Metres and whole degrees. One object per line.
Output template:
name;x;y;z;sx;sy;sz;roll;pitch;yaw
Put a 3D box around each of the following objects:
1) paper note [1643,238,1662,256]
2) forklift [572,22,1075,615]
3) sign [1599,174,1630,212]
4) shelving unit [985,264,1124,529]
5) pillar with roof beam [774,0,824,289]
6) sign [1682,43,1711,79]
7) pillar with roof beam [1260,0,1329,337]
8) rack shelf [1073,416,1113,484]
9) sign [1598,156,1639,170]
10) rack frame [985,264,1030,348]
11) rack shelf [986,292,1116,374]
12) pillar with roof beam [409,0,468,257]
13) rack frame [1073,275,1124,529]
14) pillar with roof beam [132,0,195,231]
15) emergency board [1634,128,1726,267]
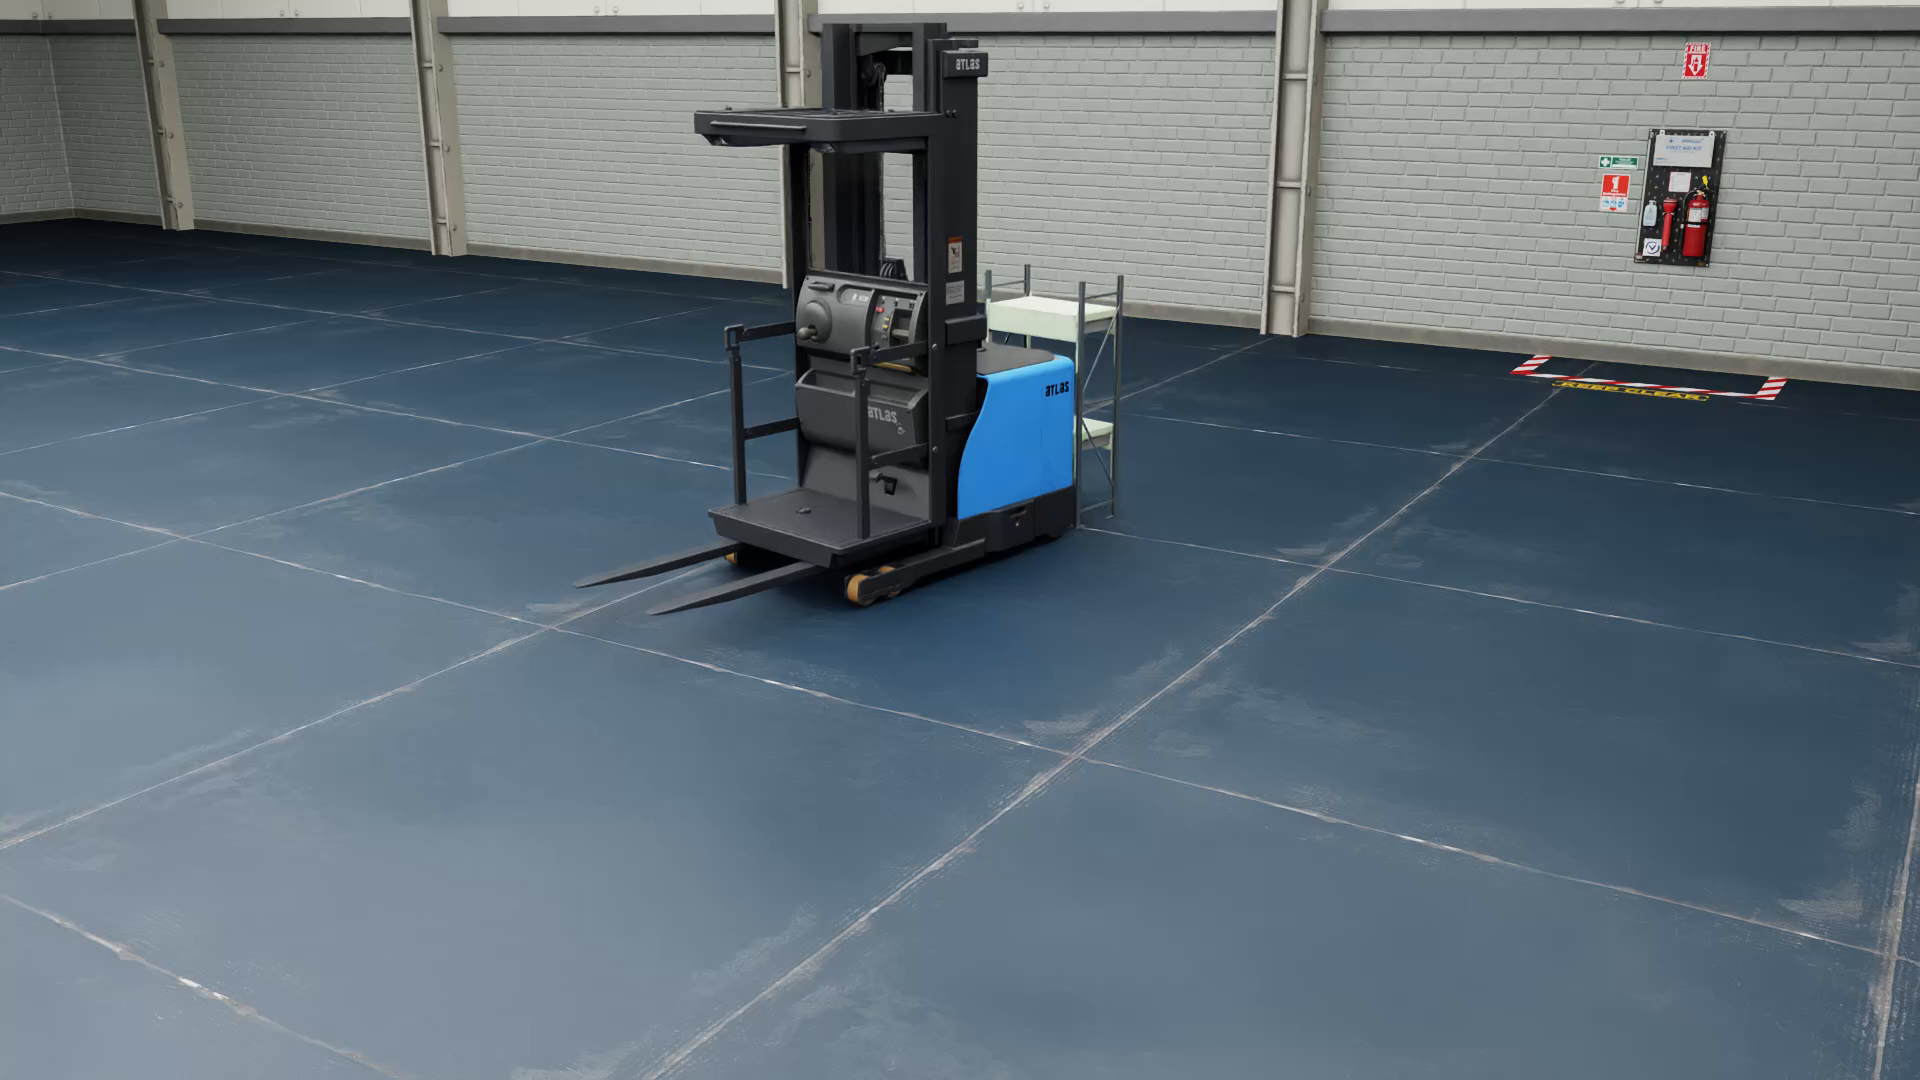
paper note;6.172;-2.609;14.825;0.142;0.148;0.016;10;20;30
forklift;-0.686;-1.222;8.861;1.130;2.935;3.031;15;22;41
sign;5.869;-3.113;14.908;0.234;0.329;0.001;10;20;30
shelving unit;0.566;-0.898;10.258;0.755;1.500;0.431;15;22;41
pillar with roof beam;-4.106;-6.231;14.910;0.400;9.000;9.100;10;20;30
sign;6.332;-4.122;14.300;0.199;0.298;0.001;10;20;30
pillar with roof beam;1.007;-5.318;11.906;0.400;9.000;9.100;10;20;30
rack shelf;0.565;-0.586;10.352;0.720;0.370;0.431;15;22;41
sign;5.869;-3.364;14.821;0.331;0.109;0.001;10;20;30
rack frame;0.297;-0.971;10.496;0.023;1.500;0.400;15;22;41
rack shelf;0.566;-1.272;10.145;0.720;0.370;0.431;15;22;41
pillar with roof beam;-9.219;-7.143;17.915;0.400;9.000;9.100;10;20;30
rack frame;0.834;-0.826;10.020;0.023;1.500;0.400;15;22;41
pillar with roof beam;-14.331;-8.056;20.919;0.400;9.000;9.100;10;20;30
emergency board;6.287;-2.986;14.552;0.643;1.169;0.194;10;20;30
